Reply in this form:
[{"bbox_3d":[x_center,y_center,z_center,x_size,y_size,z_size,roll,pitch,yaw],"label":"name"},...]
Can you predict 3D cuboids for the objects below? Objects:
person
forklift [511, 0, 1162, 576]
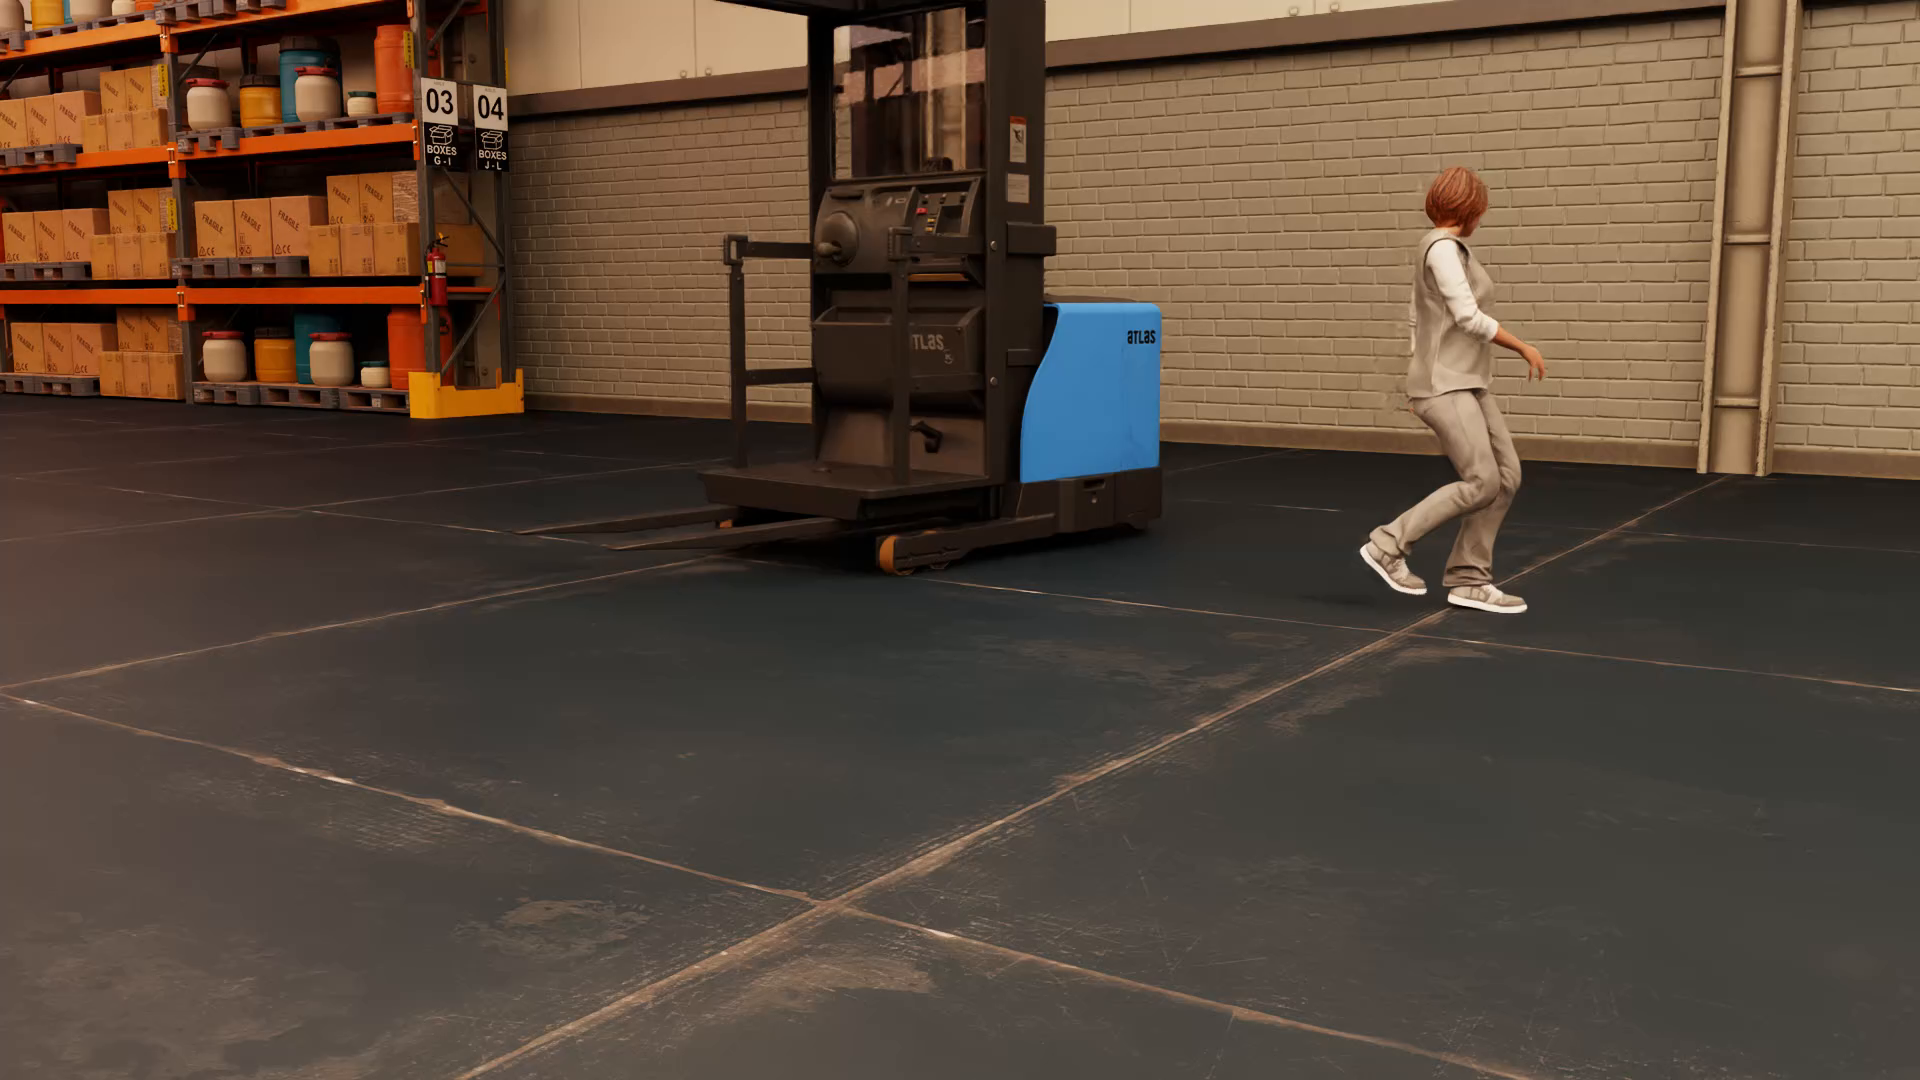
[{"bbox_3d":[1.751,-0.523,5.837,0.580,1.547,0.563,4,9,28],"label":"person"},{"bbox_3d":[-0.417,-1.387,6.947,1.130,2.935,3.031,7,11,42],"label":"forklift"}]
